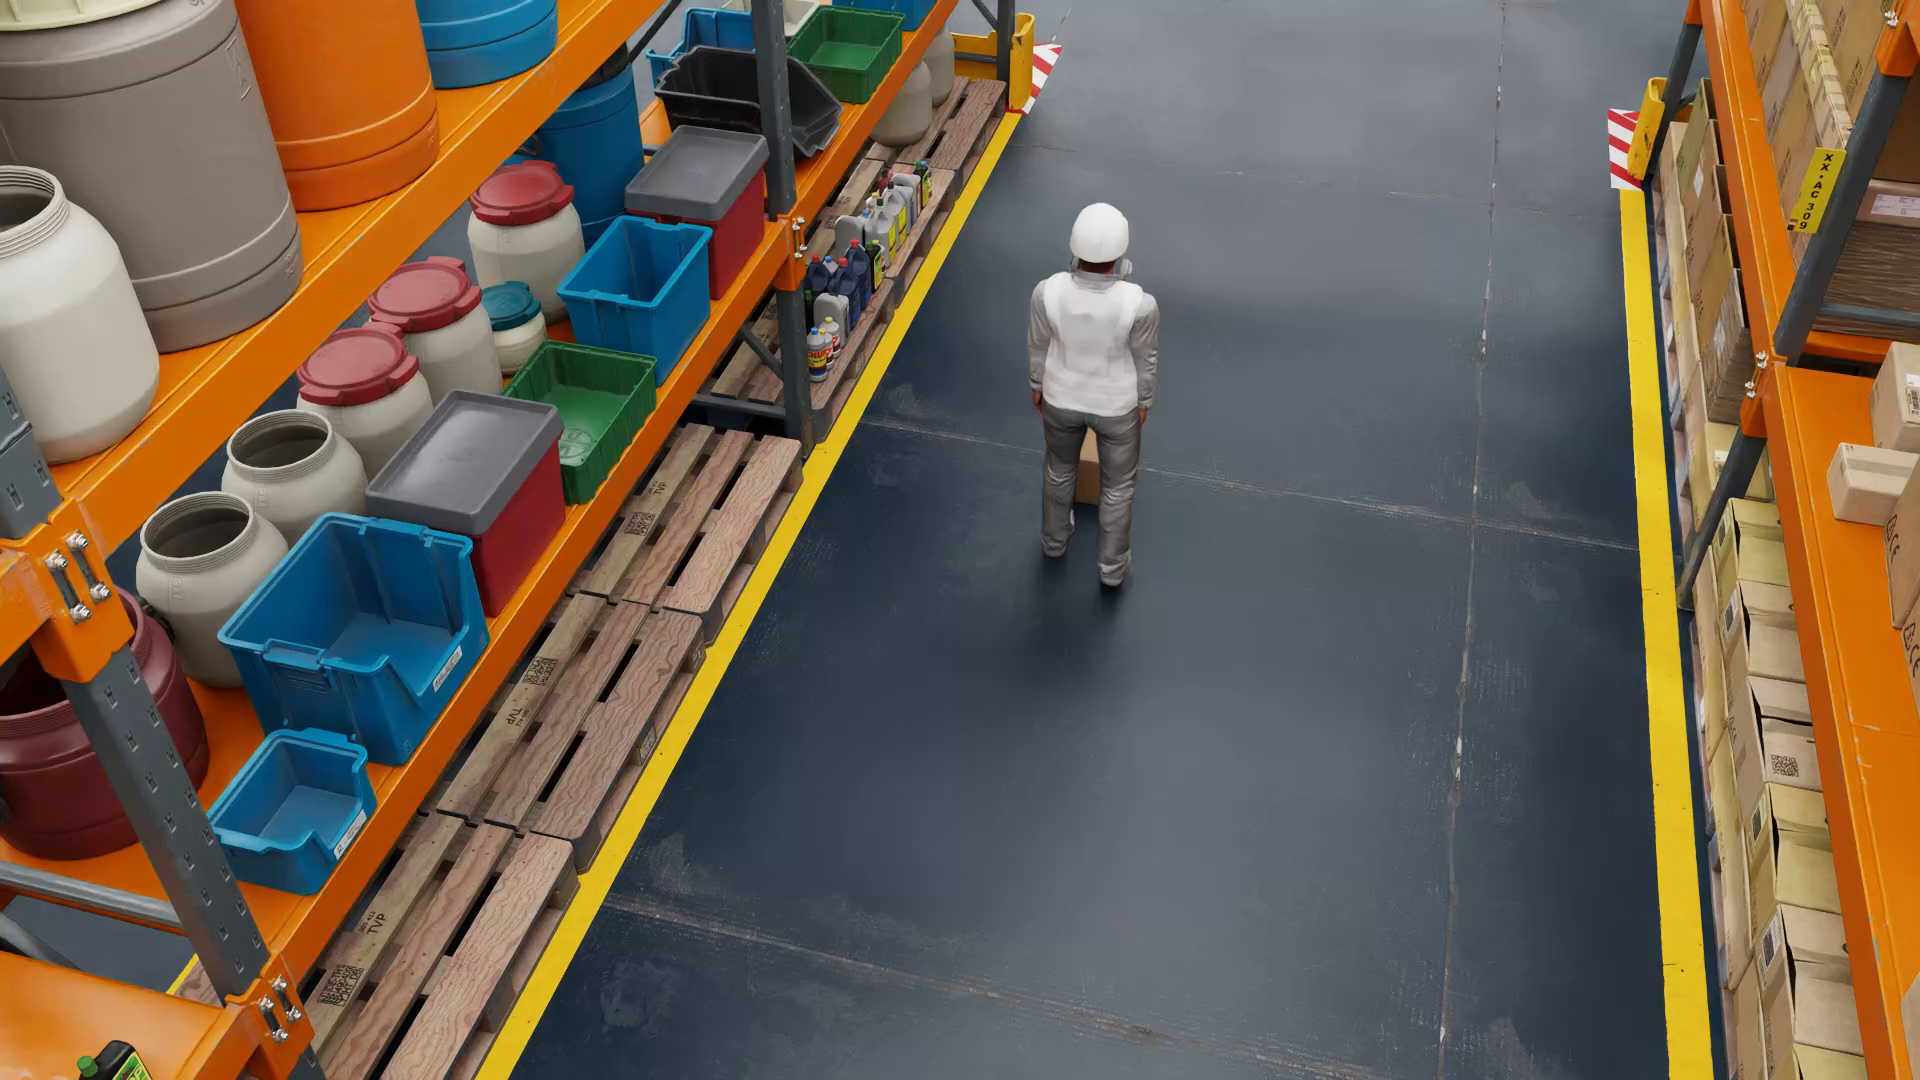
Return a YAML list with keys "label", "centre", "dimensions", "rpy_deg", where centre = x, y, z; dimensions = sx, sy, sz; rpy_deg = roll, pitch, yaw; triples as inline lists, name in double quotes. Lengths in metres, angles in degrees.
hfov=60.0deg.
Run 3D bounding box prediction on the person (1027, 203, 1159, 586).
- label: "person"
  centre: [0.541, -0.603, 6.859]
  dimensions: [0.532, 1.798, 0.427]
  rpy_deg: [11, 42, 12]
